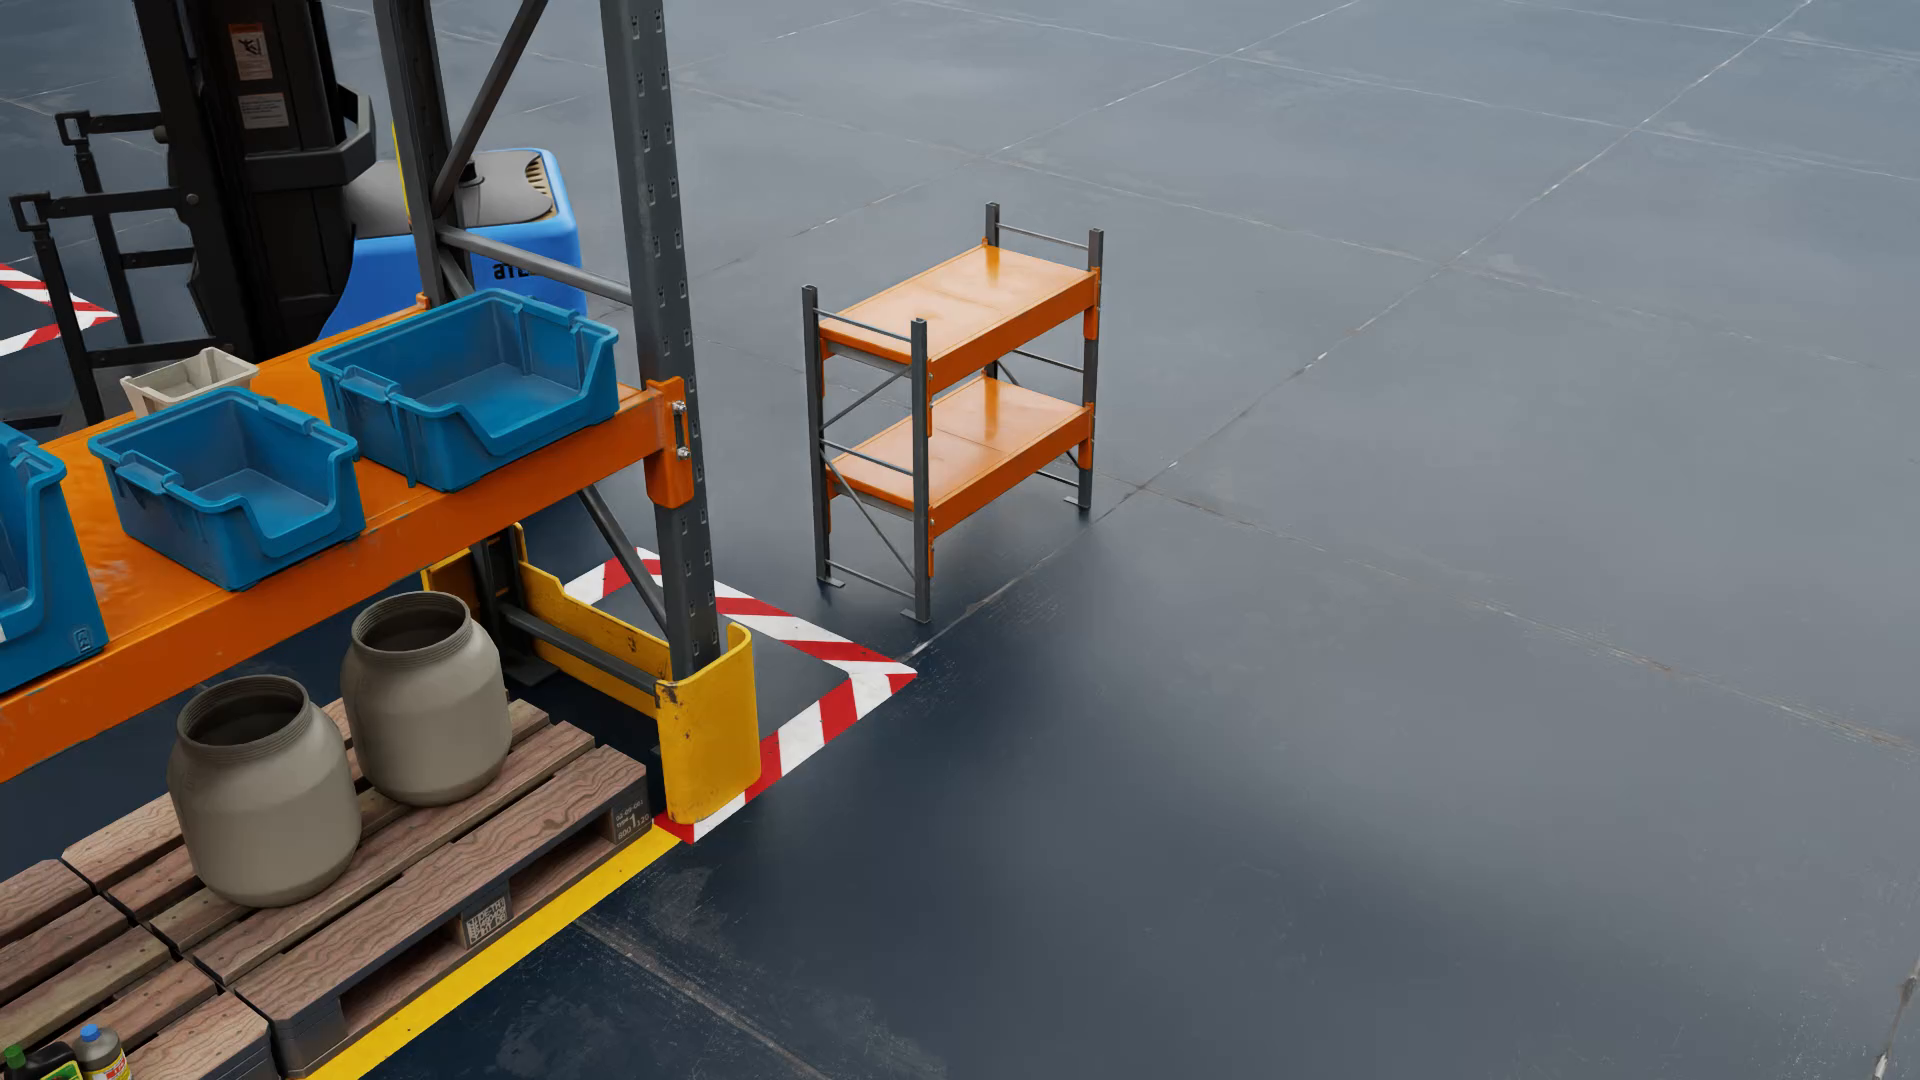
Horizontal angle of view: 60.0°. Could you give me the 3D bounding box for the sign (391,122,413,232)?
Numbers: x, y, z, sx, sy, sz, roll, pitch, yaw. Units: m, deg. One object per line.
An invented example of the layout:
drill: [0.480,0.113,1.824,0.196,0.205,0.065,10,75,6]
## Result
sign: [-1.574,-1.032,4.778,0.100,0.325,0.005,21,37,31]

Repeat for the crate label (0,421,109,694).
crate label: [-2.034,0.074,3.148,0.502,0.435,0.616,21,37,31]

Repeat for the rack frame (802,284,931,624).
rack frame: [-0.311,-0.275,5.610,0.500,1.125,0.032,21,37,31]

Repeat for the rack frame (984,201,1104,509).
rack frame: [0.303,-0.688,6.307,0.500,1.125,0.032,21,37,31]

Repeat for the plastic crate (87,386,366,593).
plastic crate: [-1.599,-0.120,3.657,0.499,0.251,0.408,21,37,31]

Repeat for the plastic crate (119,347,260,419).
plastic crate: [-1.935,-0.364,4.180,0.298,0.136,0.250,21,37,31]

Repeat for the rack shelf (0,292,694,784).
rack shelf: [-2.346,0.381,3.371,1.077,0.370,4.000,21,37,31]

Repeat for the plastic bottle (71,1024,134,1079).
plastic bottle: [-1.898,1.154,3.674,0.097,0.201,0.097,0,31,0]

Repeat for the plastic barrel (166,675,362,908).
plastic barrel: [-1.777,0.642,4.252,0.421,0.512,0.421,0,31,0]

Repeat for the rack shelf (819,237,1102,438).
rack shelf: [-0.004,-0.733,5.809,0.538,0.278,1.000,21,37,31]

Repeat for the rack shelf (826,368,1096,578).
rack shelf: [-0.004,-0.271,6.083,0.538,0.278,1.000,21,37,31]

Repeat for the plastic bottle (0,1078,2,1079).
plastic bottle: [-2.072,1.216,3.496,0.152,0.276,0.135,21,37,32]

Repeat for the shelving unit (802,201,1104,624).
shelving unit: [-0.004,-0.481,5.959,0.538,1.125,1.048,21,37,31]

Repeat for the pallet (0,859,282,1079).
pallet: [-2.378,1.325,3.807,1.003,0.211,1.213,21,37,31]

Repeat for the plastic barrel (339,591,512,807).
plastic barrel: [-1.475,0.439,4.596,0.421,0.512,0.421,0,31,0]

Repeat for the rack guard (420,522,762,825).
rack guard: [-1.147,0.379,5.120,1.175,0.500,0.348,21,37,31]

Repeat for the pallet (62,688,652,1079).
pallet: [-1.641,0.832,4.640,1.003,0.211,1.213,21,37,31]

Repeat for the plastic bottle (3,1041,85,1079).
plastic bottle: [-1.954,1.172,3.563,0.061,0.283,0.133,22,37,32]

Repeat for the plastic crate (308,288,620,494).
plastic crate: [-1.202,-0.382,4.099,0.499,0.251,0.616,21,37,31]

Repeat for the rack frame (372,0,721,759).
rack frame: [-1.138,-0.742,4.560,1.000,3.000,0.127,21,37,31]

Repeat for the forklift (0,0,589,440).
forklift: [-2.988,-1.527,5.951,3.031,2.935,1.130,-9,32,-15]
